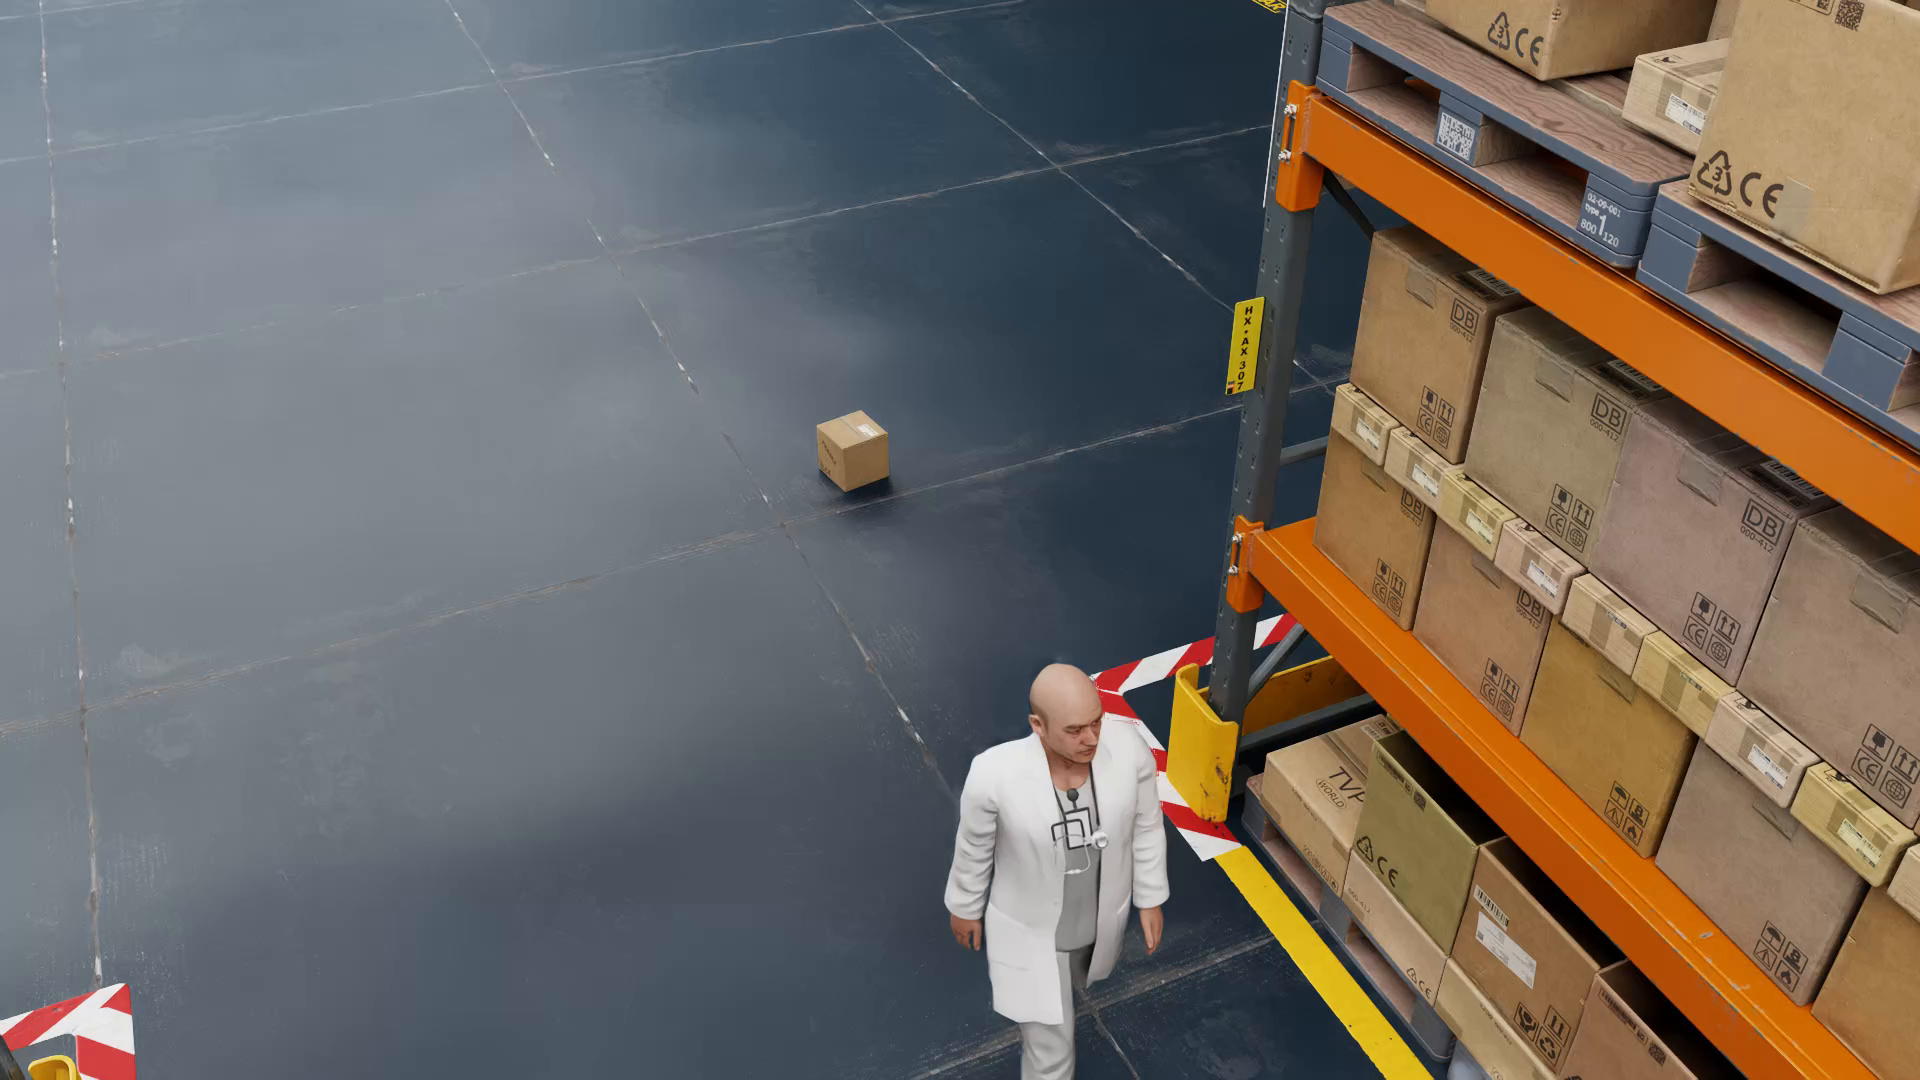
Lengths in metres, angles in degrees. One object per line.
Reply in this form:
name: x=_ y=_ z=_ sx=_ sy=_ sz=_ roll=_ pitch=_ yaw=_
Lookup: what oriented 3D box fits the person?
person: x=0.285 y=1.041 z=4.769 sx=0.621 sy=1.740 sz=1.072 roll=-11 pitch=38 yaw=-15
